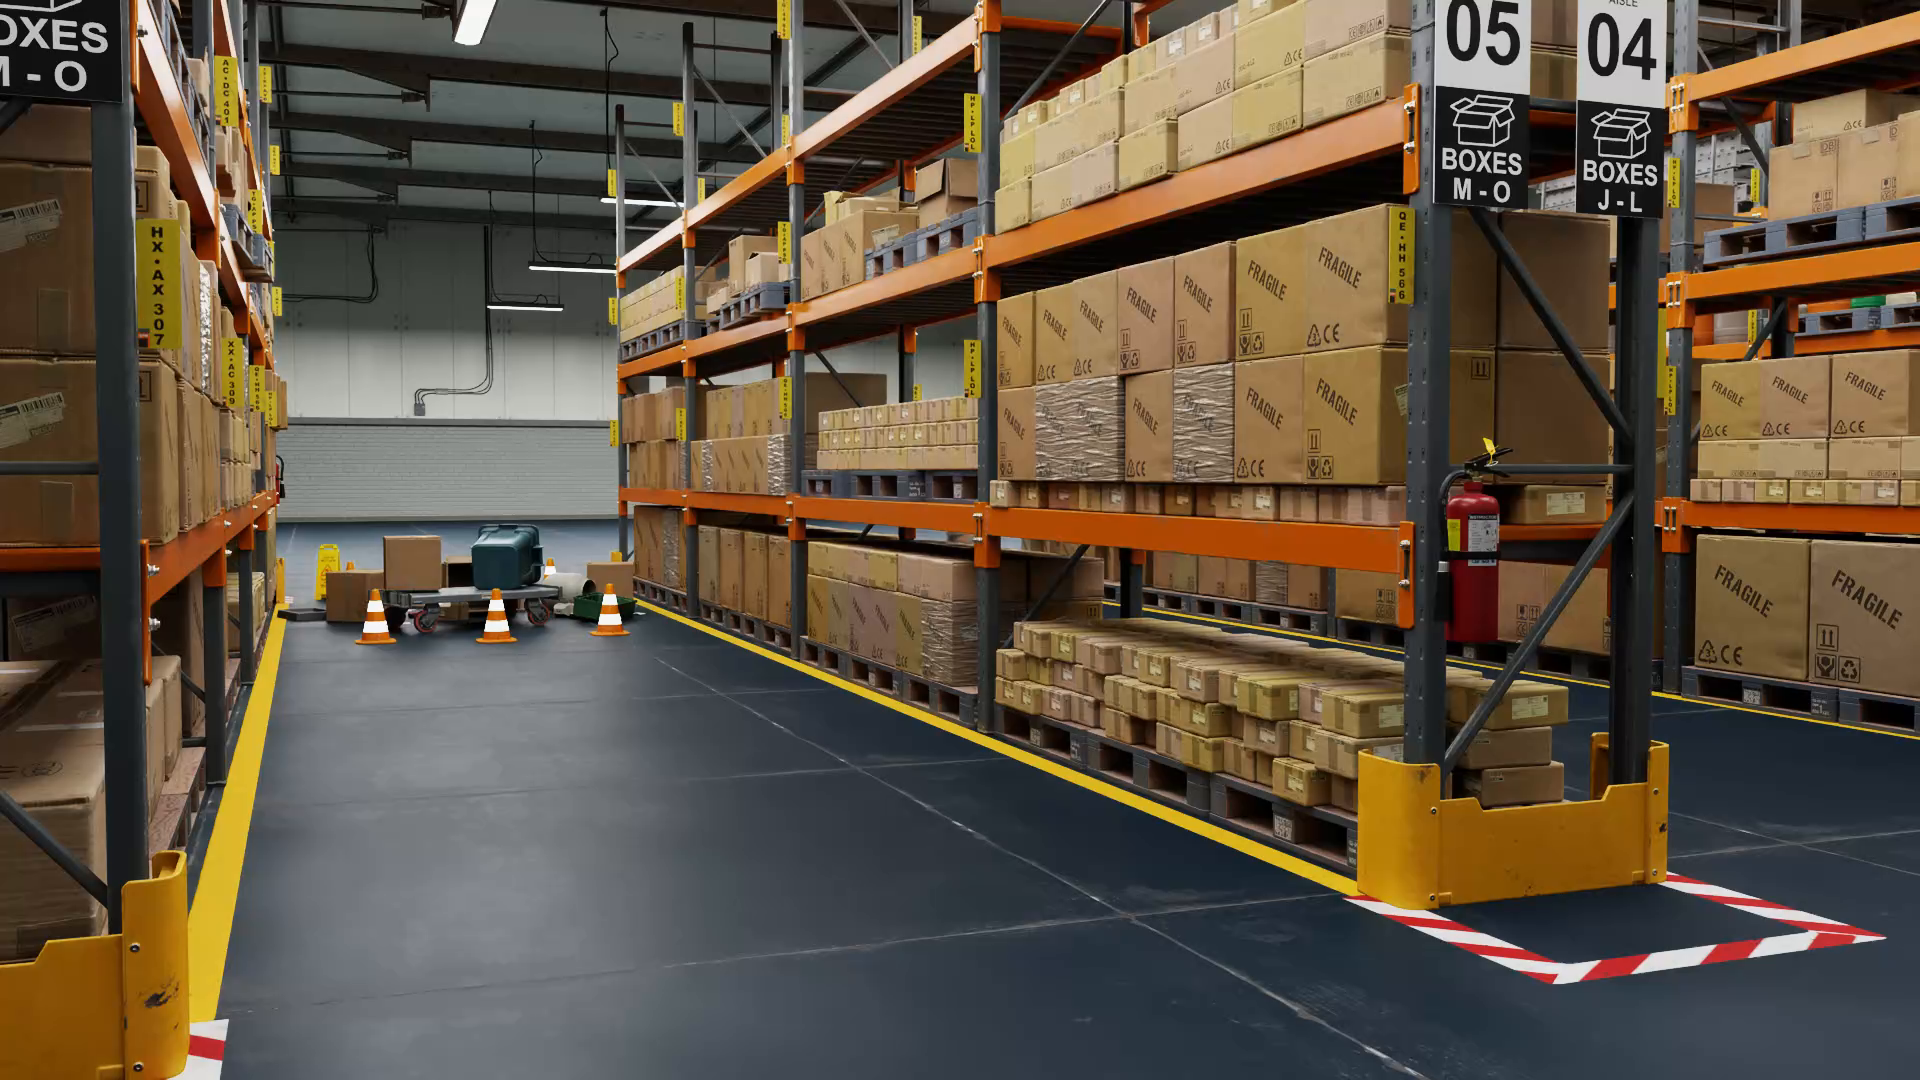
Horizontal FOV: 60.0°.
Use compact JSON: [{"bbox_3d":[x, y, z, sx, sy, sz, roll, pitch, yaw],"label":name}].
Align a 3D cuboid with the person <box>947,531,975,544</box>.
[{"bbox_3d":[0.022,-0.029,16.925,0.361,1.667,0.437,-1,3,-20],"label":"person"}]
